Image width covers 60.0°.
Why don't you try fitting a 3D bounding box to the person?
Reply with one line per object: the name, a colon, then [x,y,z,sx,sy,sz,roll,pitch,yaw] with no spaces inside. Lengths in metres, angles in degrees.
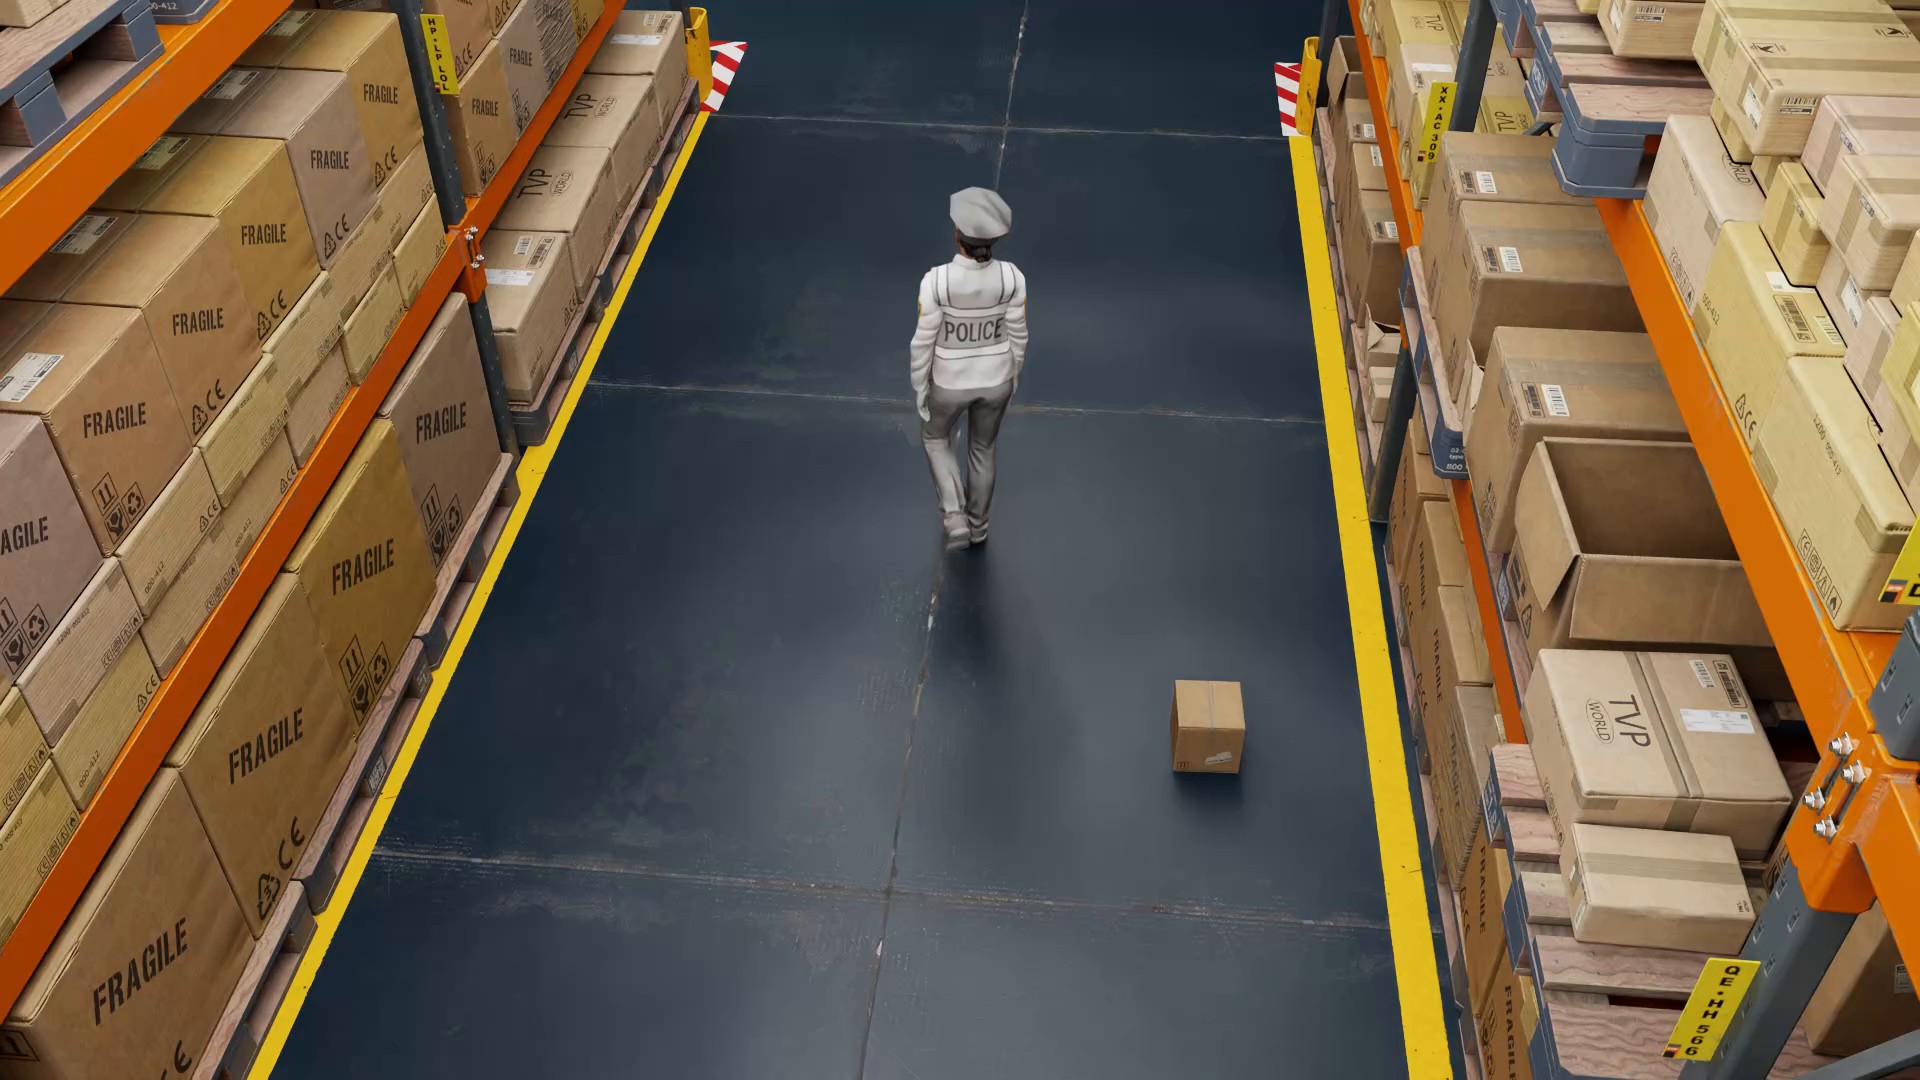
person: [-3.286,1.054,4.493,7.935,2.202,5.089,-6,41,-7]
